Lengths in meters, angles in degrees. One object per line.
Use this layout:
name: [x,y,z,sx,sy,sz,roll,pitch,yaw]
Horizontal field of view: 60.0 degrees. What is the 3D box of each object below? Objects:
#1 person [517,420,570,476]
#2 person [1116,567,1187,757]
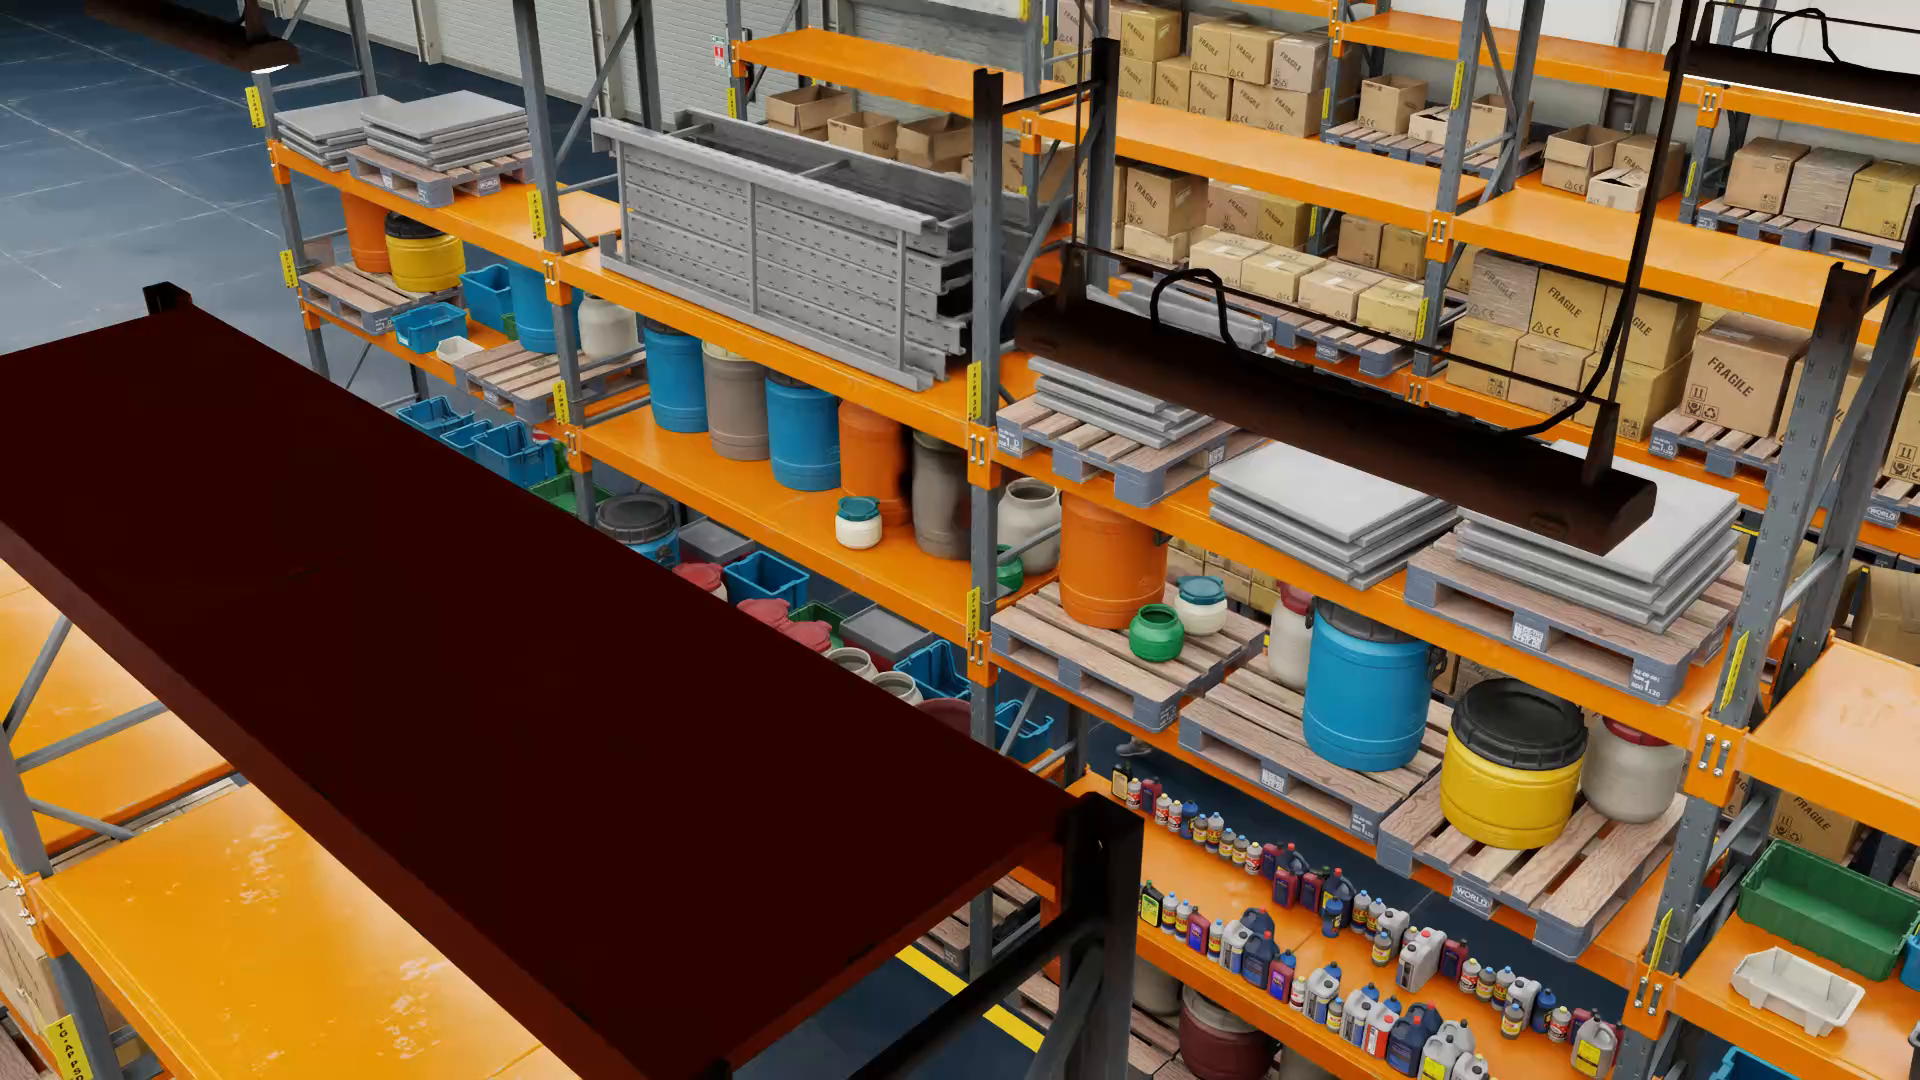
person: [-3.922,-0.953,16.127,1.131,1.769,0.662,18,34,29]
person: [1.674,1.001,12.703,0.909,1.767,0.608,23,36,34]
